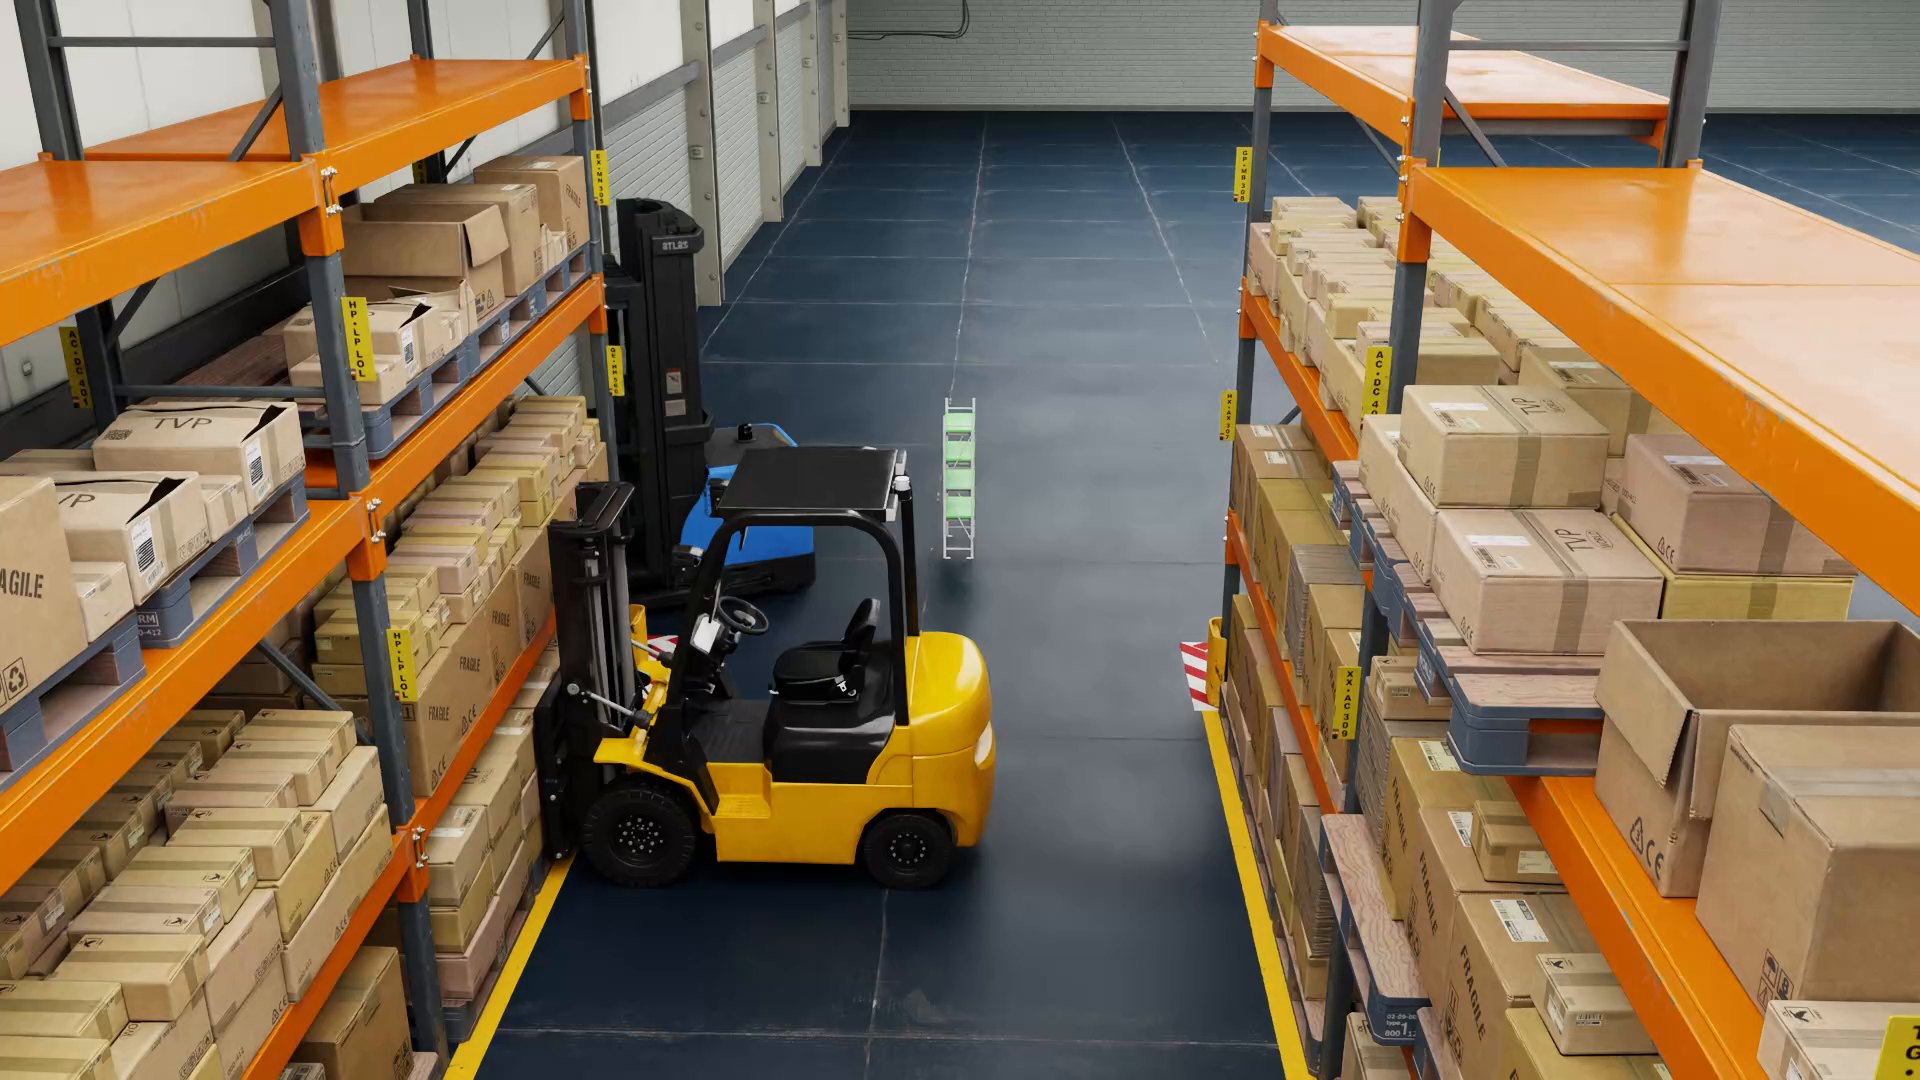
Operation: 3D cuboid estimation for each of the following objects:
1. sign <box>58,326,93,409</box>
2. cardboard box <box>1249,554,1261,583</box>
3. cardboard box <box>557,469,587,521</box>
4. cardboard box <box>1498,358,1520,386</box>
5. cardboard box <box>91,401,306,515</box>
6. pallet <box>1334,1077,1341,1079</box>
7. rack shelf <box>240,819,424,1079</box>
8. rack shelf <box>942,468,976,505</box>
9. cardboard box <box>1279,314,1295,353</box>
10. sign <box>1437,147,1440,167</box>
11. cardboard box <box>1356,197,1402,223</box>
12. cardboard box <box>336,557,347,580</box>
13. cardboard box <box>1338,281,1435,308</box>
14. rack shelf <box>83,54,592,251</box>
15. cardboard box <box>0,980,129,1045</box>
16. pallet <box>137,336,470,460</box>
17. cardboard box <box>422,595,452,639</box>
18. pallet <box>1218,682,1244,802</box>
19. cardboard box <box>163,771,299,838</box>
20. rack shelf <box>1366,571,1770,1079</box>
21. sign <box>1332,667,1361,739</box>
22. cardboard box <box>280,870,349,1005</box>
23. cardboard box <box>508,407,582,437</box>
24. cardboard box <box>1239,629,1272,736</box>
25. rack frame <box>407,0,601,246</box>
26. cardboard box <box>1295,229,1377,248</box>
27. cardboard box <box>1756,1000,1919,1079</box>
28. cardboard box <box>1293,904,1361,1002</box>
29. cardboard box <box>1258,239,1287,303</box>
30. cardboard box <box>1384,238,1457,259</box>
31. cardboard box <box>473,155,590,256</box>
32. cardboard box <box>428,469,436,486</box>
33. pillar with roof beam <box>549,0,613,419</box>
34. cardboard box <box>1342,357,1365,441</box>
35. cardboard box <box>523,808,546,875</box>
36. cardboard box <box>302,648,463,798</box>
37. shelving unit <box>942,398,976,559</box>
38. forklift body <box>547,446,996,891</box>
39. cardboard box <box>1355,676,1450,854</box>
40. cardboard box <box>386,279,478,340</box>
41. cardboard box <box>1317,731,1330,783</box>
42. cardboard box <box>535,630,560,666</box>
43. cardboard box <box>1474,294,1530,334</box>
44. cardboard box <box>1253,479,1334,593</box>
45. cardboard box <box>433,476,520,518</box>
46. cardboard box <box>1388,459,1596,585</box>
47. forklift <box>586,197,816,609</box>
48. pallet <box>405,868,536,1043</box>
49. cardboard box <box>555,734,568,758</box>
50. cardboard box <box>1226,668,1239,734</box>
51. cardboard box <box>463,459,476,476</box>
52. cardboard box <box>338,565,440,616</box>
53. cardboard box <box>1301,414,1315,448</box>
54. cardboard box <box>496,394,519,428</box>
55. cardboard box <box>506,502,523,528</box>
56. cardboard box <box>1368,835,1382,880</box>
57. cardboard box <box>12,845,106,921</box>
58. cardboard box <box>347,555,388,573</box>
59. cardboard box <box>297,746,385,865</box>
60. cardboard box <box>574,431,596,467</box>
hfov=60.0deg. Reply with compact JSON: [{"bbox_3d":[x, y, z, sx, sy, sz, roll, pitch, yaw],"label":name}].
[{"bbox_3d":[-3.398,-0.664,6.416,0.100,0.325,0.005,1,21,2],"label":"sign"},{"bbox_3d":[1.887,0.140,9.661,0.380,0.149,0.250,1,21,2],"label":"cardboard box"},{"bbox_3d":[-2.499,-0.107,9.812,0.500,0.500,0.500,1,21,3],"label":"cardboard box"},{"bbox_3d":[2.406,-0.552,6.748,0.500,0.250,0.500,0,21,0],"label":"cardboard box"},{"bbox_3d":[-2.621,-0.317,5.750,0.500,0.311,0.500,0,21,0],"label":"cardboard box"},{"bbox_3d":[2.096,2.653,6.694,1.003,0.211,1.213,1,21,2],"label":"pallet"},{"bbox_3d":[-2.904,2.076,5.319,1.077,0.370,4.000,1,21,2],"label":"rack shelf"},{"bbox_3d":[-0.005,-0.440,13.474,0.258,0.148,0.480,1,21,2],"label":"rack shelf"},{"bbox_3d":[1.870,-1.073,8.641,0.380,0.149,0.250,1,21,2],"label":"cardboard box"},{"bbox_3d":[2.794,-2.173,9.905,0.100,0.325,0.005,1,21,2],"label":"sign"},{"bbox_3d":[2.525,-1.903,9.677,0.380,0.149,0.250,1,21,2],"label":"cardboard box"},{"bbox_3d":[-3.146,0.134,7.884,0.380,0.149,0.250,0,21,1],"label":"cardboard box"},{"bbox_3d":[1.926,-1.076,7.546,0.380,0.149,0.250,0,21,1],"label":"cardboard box"},{"bbox_3d":[-2.782,-1.980,8.033,1.077,0.370,4.000,1,21,2],"label":"rack shelf"},{"bbox_3d":[-2.720,1.441,4.926,0.380,0.149,0.250,1,21,2],"label":"cardboard box"},{"bbox_3d":[-2.843,-0.648,7.321,1.003,0.211,1.213,1,21,2],"label":"pallet"},{"bbox_3d":[-2.584,0.368,7.691,0.380,0.149,0.250,1,21,2],"label":"cardboard box"},{"bbox_3d":[2.178,1.246,10.320,1.003,0.211,1.213,1,21,2],"label":"pallet"},{"bbox_3d":[-2.681,0.976,6.125,0.380,0.149,0.250,1,21,2],"label":"cardboard box"},{"bbox_3d":[2.058,0.731,4.639,1.077,0.370,4.000,1,21,2],"label":"rack shelf"},{"bbox_3d":[1.576,0.664,6.766,0.100,0.325,0.005,1,21,2],"label":"sign"},{"bbox_3d":[-2.606,1.455,6.134,0.500,0.250,0.500,1,21,1],"label":"cardboard box"},{"bbox_3d":[-2.498,-0.695,10.020,0.380,0.149,0.250,1,21,2],"label":"cardboard box"},{"bbox_3d":[1.928,0.848,9.675,0.500,0.500,0.500,0,21,0],"label":"cardboard box"},{"bbox_3d":[-2.721,-3.225,9.694,1.000,3.000,0.127,1,21,2],"label":"rack frame"},{"bbox_3d":[1.971,-1.540,8.744,0.380,0.149,0.250,1,21,1],"label":"cardboard box"},{"bbox_3d":[1.796,1.030,3.222,0.380,0.149,0.250,1,21,2],"label":"cardboard box"},{"bbox_3d":[1.868,1.941,7.895,0.500,0.250,0.500,2,21,4],"label":"cardboard box"},{"bbox_3d":[1.934,-1.481,9.143,0.500,0.250,0.500,0,21,1],"label":"cardboard box"},{"bbox_3d":[2.382,-1.443,8.494,0.380,0.149,0.250,0,21,0],"label":"cardboard box"},{"bbox_3d":[-2.491,-1.953,9.705,0.500,0.500,0.500,1,21,3],"label":"cardboard box"},{"bbox_3d":[-3.092,-0.328,9.076,0.380,0.149,0.250,0,21,0],"label":"cardboard box"},{"bbox_3d":[0.842,-5.105,14.540,9.100,9.000,0.400,1,21,2],"label":"pillar with roof beam"},{"bbox_3d":[1.863,-0.559,6.766,0.500,0.250,0.500,0,21,1],"label":"cardboard box"},{"bbox_3d":[-2.497,1.563,8.868,0.500,0.250,0.500,1,21,3],"label":"cardboard box"},{"bbox_3d":[-2.568,0.814,7.440,0.500,0.500,0.500,0,21,0],"label":"cardboard box"},{"bbox_3d":[-0.005,-0.500,13.451,0.258,1.200,0.503,1,21,2],"label":"shelving unit"},{"bbox_3d":[-0.955,0.673,9.114,2.313,2.155,1.214,1,21,2],"label":"forklift body"},{"bbox_3d":[1.818,0.856,6.338,0.500,0.500,0.500,1,21,3],"label":"cardboard box"},{"bbox_3d":[-2.494,-1.094,7.814,0.396,0.266,0.258,0,21,0],"label":"cardboard box"},{"bbox_3d":[1.824,0.979,7.501,0.380,0.149,0.250,1,21,3],"label":"cardboard box"},{"bbox_3d":[-2.438,0.729,9.636,0.500,0.250,0.500,1,21,2],"label":"cardboard box"},{"bbox_3d":[2.485,-0.977,7.291,0.380,0.149,0.250,0,21,1],"label":"cardboard box"},{"bbox_3d":[1.922,-0.021,9.179,0.500,0.500,0.500,0,21,1],"label":"cardboard box"},{"bbox_3d":[-2.562,-0.230,8.821,0.380,0.149,0.250,1,21,2],"label":"cardboard box"},{"bbox_3d":[1.686,-0.063,5.318,0.500,0.250,0.500,0,21,1],"label":"cardboard box"},{"bbox_3d":[-2.680,-0.953,12.225,3.031,2.935,1.130,-8,23,-20],"label":"forklift"},{"bbox_3d":[-2.777,2.031,8.296,1.003,0.211,1.213,1,21,2],"label":"pallet"},{"bbox_3d":[-2.463,1.153,9.233,0.500,0.250,0.500,1,21,1],"label":"cardboard box"},{"bbox_3d":[1.939,1.000,10.320,0.500,0.250,0.500,0,21,1],"label":"cardboard box"},{"bbox_3d":[-3.018,-0.380,9.620,0.380,0.149,0.250,0,21,0],"label":"cardboard box"},{"bbox_3d":[-2.620,0.230,7.636,0.380,0.149,0.250,0,21,1],"label":"cardboard box"},{"bbox_3d":[2.443,-0.839,9.907,0.700,0.500,0.500,0,21,0],"label":"cardboard box"},{"bbox_3d":[-2.945,-0.797,10.283,0.380,0.149,0.250,0,21,1],"label":"cardboard box"},{"bbox_3d":[-2.564,-0.096,8.887,0.380,0.149,0.250,0,21,1],"label":"cardboard box"},{"bbox_3d":[1.786,1.189,6.378,0.380,0.149,0.250,1,21,2],"label":"cardboard box"},{"bbox_3d":[-3.157,1.163,5.644,0.380,0.149,0.250,1,21,2],"label":"cardboard box"},{"bbox_3d":[-3.030,0.180,8.176,0.380,0.149,0.250,1,21,3],"label":"cardboard box"},{"bbox_3d":[-2.602,1.035,6.524,0.500,0.250,0.500,0,21,0],"label":"cardboard box"},{"bbox_3d":[-2.430,-0.556,10.074,0.380,0.149,0.250,1,21,2],"label":"cardboard box"}]
